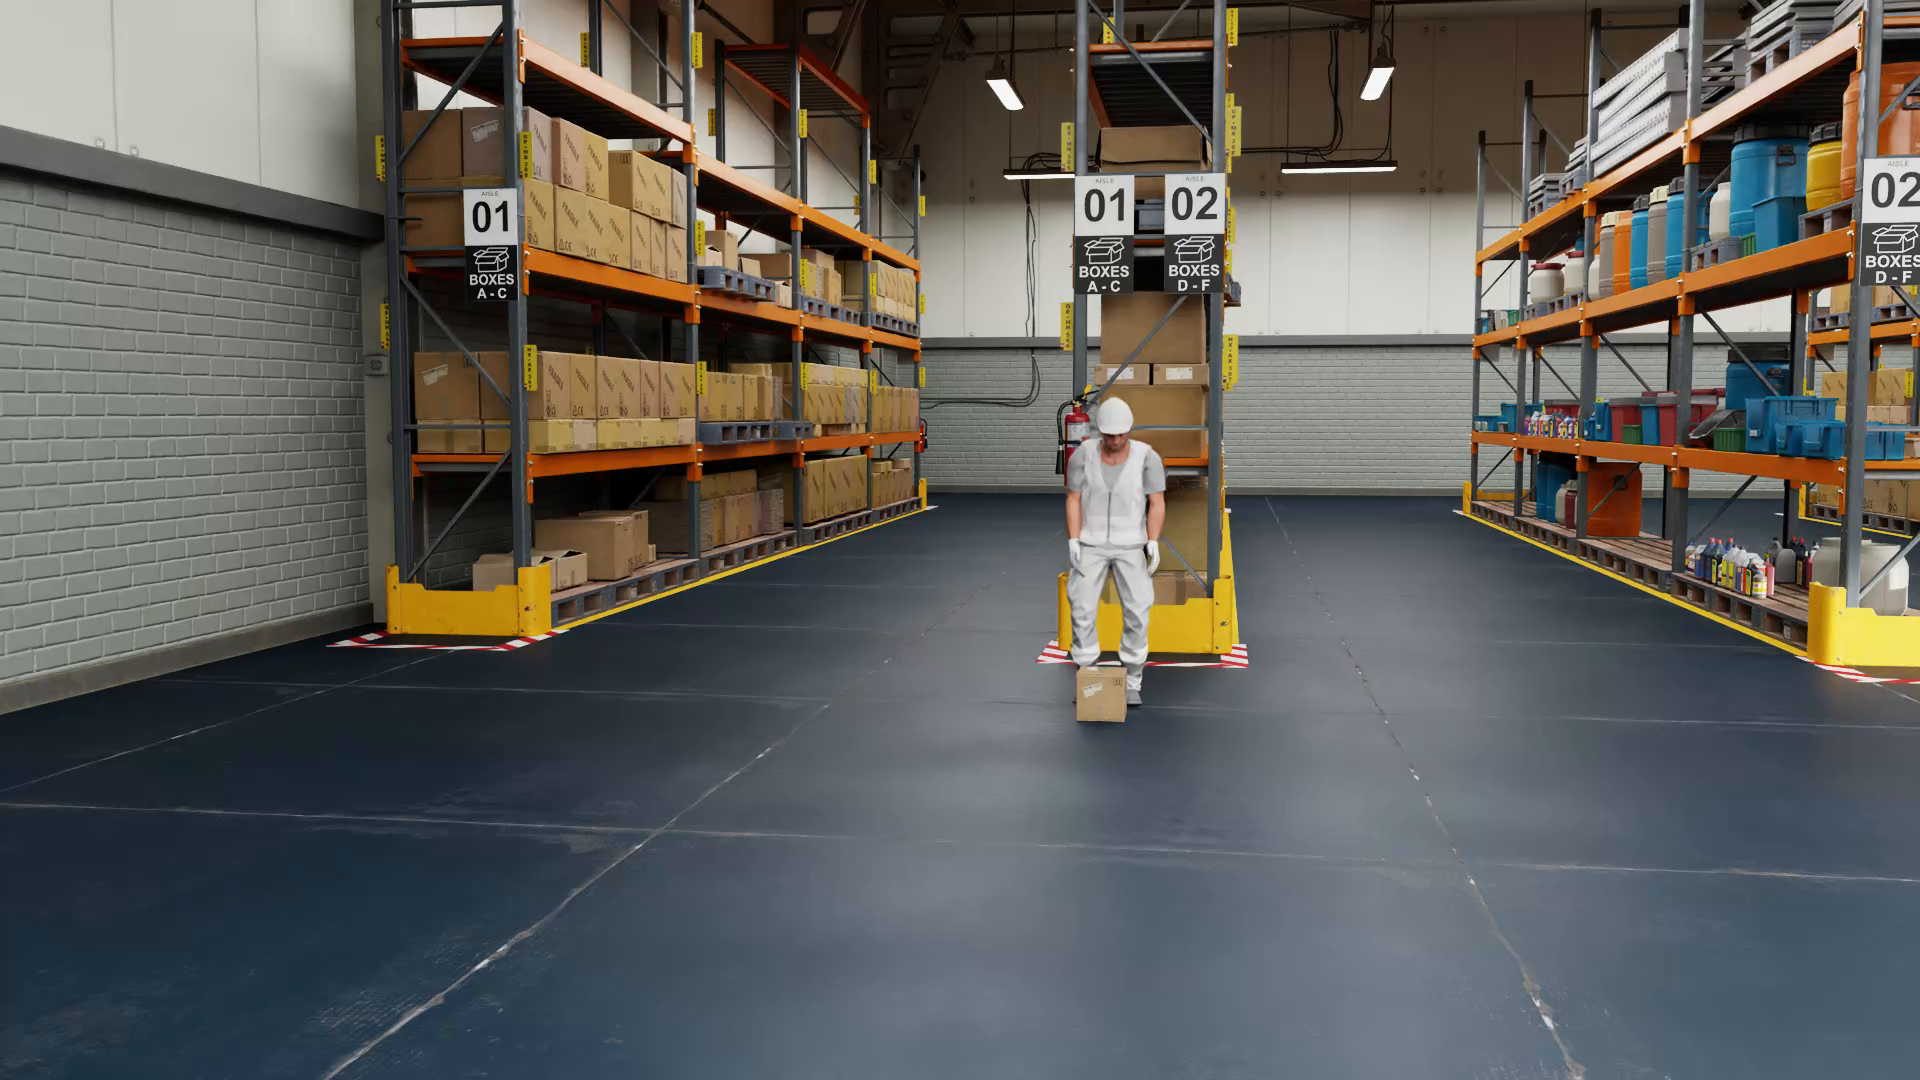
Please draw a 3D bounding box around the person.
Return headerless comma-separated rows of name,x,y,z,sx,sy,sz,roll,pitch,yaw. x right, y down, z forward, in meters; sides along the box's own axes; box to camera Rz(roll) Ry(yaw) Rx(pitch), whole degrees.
person,0.857,0.064,9.199,0.554,1.698,0.516,1,4,10
